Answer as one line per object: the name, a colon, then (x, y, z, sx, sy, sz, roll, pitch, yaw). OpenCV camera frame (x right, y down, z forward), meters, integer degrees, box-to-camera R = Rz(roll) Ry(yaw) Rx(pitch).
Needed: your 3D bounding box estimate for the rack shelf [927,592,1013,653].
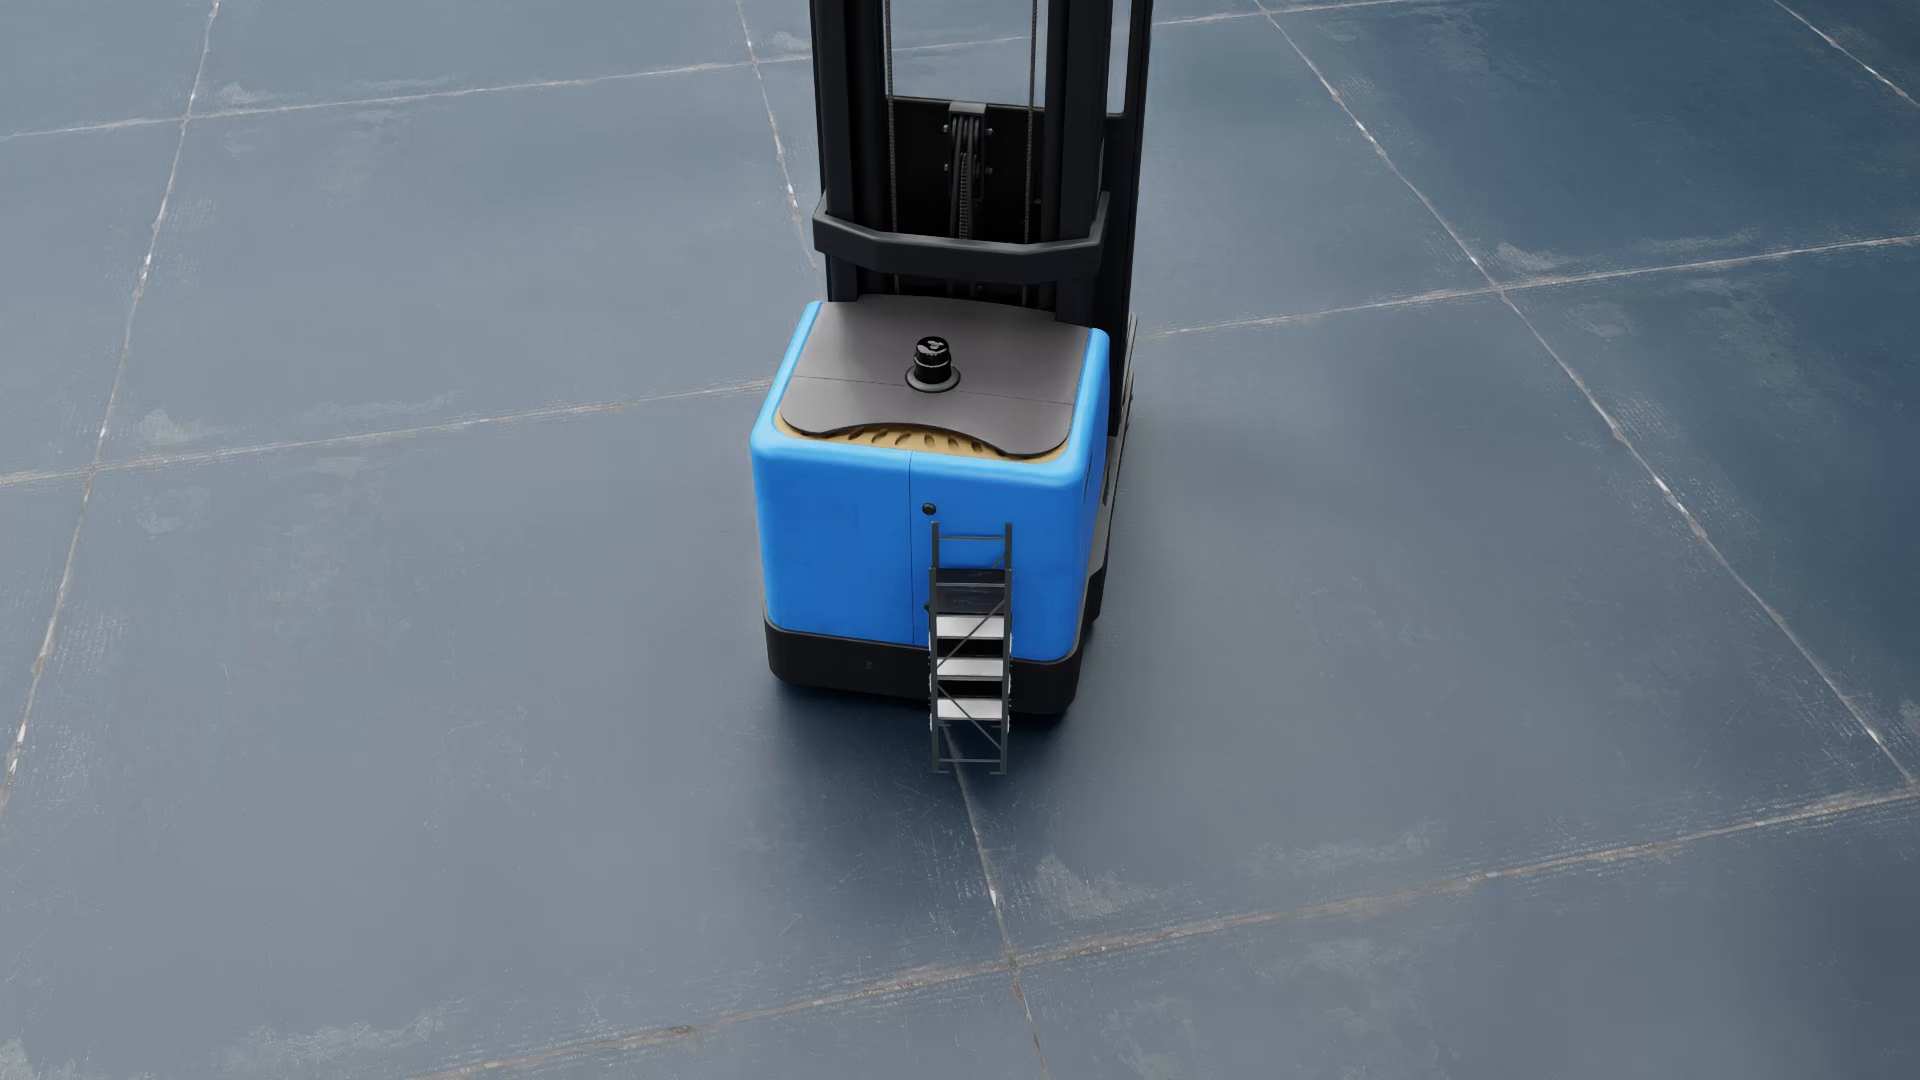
rack shelf: (0.033, 0.243, 5.077, 0.258, 0.077, 0.200, 1, 42, 1)

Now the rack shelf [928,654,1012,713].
rack shelf: (0.033, 0.445, 5.256, 0.258, 0.077, 0.200, 1, 42, 1)

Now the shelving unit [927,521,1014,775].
shelving unit: (0.033, 0.353, 5.174, 0.258, 0.900, 0.210, 1, 42, 1)

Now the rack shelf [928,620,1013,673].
rack shelf: (0.033, 0.311, 5.137, 0.258, 0.077, 0.200, 1, 42, 1)

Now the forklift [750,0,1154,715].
forklift: (0.106, -1.504, 5.736, 1.130, 2.935, 3.031, 7, 42, 7)

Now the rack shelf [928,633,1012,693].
rack shelf: (0.033, 0.378, 5.197, 0.258, 0.077, 0.200, 1, 42, 1)

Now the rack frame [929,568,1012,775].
rack frame: (0.031, 0.420, 5.098, 0.240, 0.900, 0.006, 1, 42, 1)

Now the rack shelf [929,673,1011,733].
rack shelf: (0.033, 0.513, 5.316, 0.258, 0.077, 0.200, 1, 42, 1)

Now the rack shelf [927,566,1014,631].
rack shelf: (0.033, 0.176, 5.017, 0.258, 0.077, 0.200, 1, 42, 1)

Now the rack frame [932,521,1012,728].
rack frame: (0.036, 0.286, 5.250, 0.240, 0.900, 0.006, 1, 42, 1)
